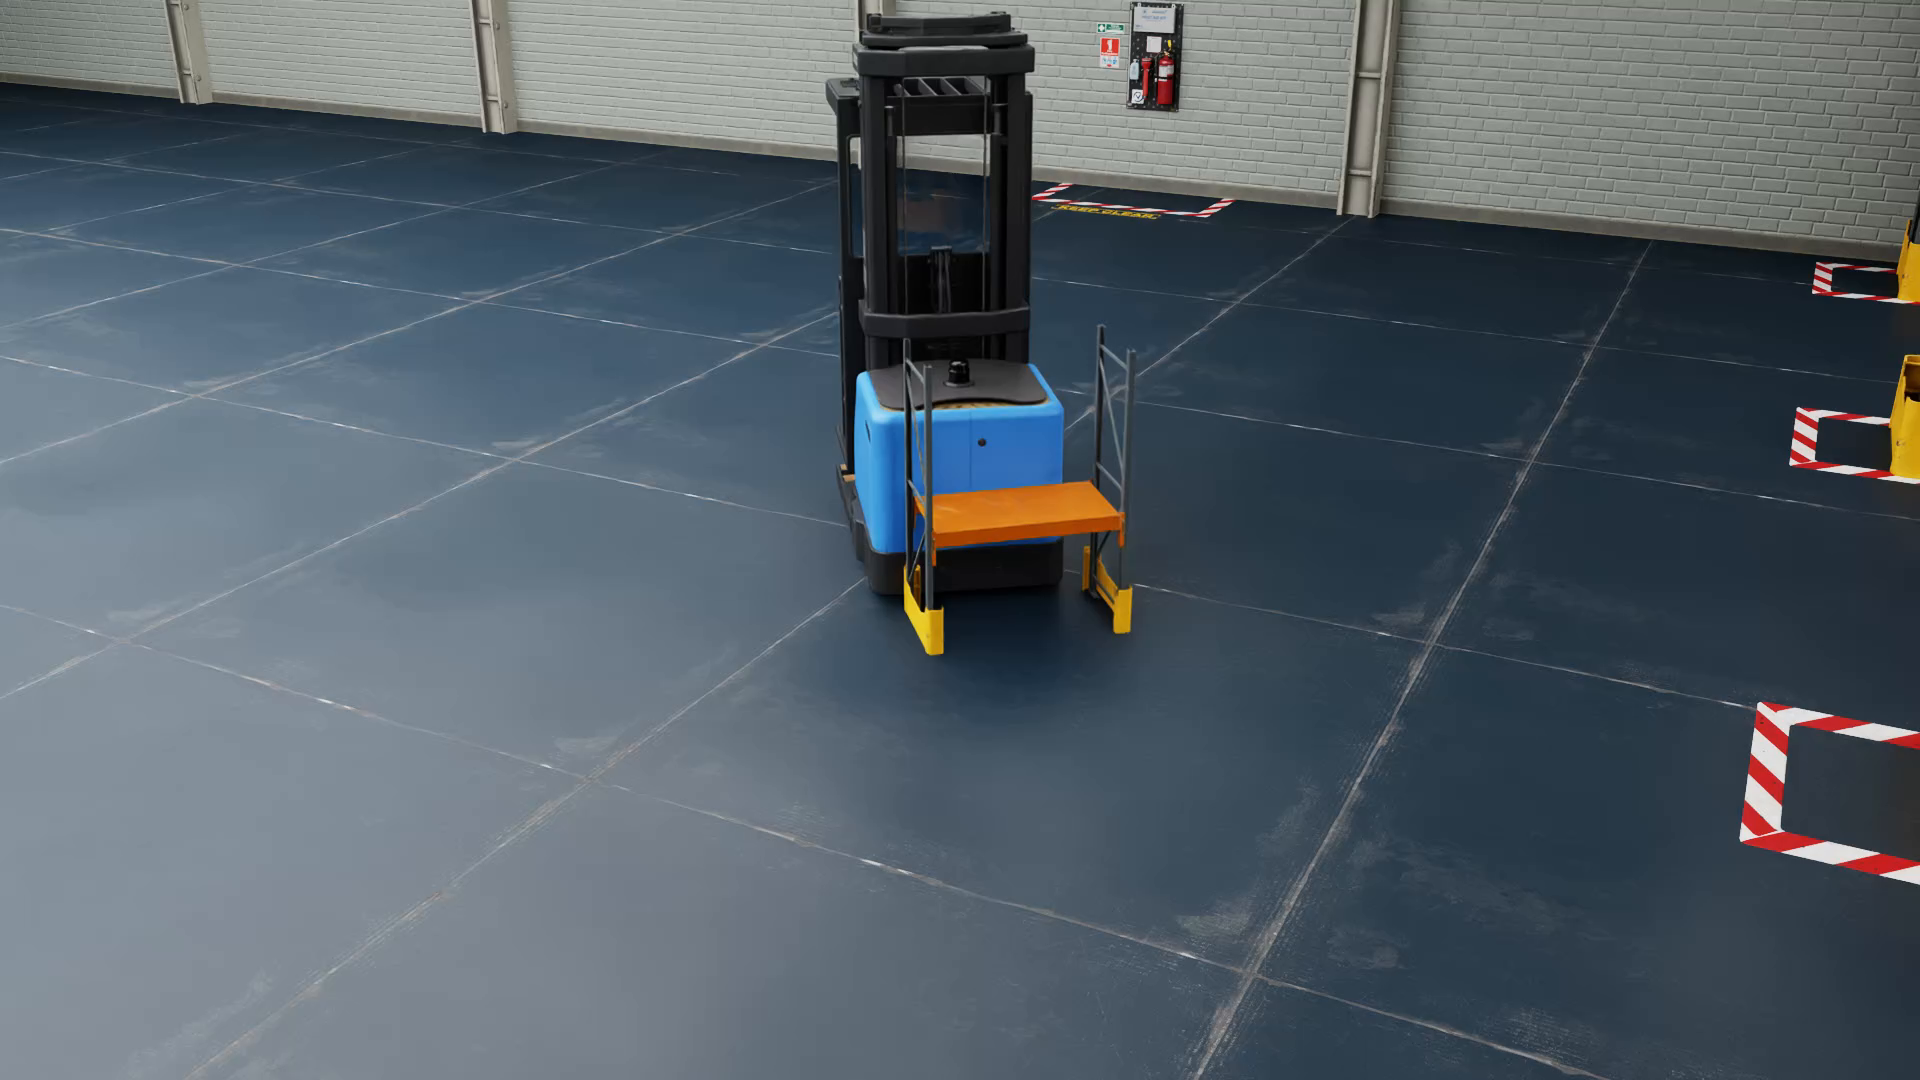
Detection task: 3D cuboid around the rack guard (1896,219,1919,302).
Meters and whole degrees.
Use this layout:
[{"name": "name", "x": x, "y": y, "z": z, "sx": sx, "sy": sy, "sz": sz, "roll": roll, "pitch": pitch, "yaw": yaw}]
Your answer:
[{"name": "rack guard", "x": 8.744, "y": -2.535, "z": 15.071, "sx": 0.348, "sy": 0.500, "sz": 1.175, "roll": 11, "pitch": 25, "yaw": 25}]

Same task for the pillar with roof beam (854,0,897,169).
[{"name": "pillar with roof beam", "x": -2.961, "y": -7.253, "z": 15.307, "sx": 0.400, "sy": 9.000, "sz": 9.100, "roll": 11, "pitch": 25, "yaw": 25}]

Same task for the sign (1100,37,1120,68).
[{"name": "sign", "x": 1.701, "y": -5.536, "z": 18.890, "sx": 0.234, "sy": 0.329, "sz": 0.001, "roll": 11, "pitch": 25, "yaw": 25}]

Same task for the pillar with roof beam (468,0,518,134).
[{"name": "pillar with roof beam", "x": -8.315, "y": -8.313, "z": 17.798, "sx": 0.400, "sy": 9.000, "sz": 9.100, "roll": 11, "pitch": 25, "yaw": 25}]

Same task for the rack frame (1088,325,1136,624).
[{"name": "rack frame", "x": 0.778, "y": -0.315, "z": 8.574, "sx": 0.032, "sy": 1.500, "sz": 0.500, "roll": -6, "pitch": 24, "yaw": -13}]

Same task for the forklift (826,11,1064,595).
[{"name": "forklift", "x": -0.179, "y": -1.600, "z": 9.768, "sx": 1.130, "sy": 2.935, "sz": 3.031, "roll": -4, "pitch": 23, "yaw": -8}]

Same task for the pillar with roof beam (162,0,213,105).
[{"name": "pillar with roof beam", "x": -13.670, "y": -9.372, "z": 20.289, "sx": 0.400, "sy": 9.000, "sz": 9.100, "roll": 11, "pitch": 25, "yaw": 25}]

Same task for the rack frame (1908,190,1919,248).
[{"name": "rack frame", "x": 8.676, "y": -3.698, "z": 14.614, "sx": 0.127, "sy": 3.000, "sz": 1.000, "roll": 11, "pitch": 25, "yaw": 25}]

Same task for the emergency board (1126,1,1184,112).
[{"name": "emergency board", "x": 2.148, "y": -5.386, "z": 18.582, "sx": 0.643, "sy": 1.169, "sz": 0.194, "roll": 11, "pitch": 25, "yaw": 25}]

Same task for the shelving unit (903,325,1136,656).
[{"name": "shelving unit", "x": 0.294, "y": -0.267, "z": 8.462, "sx": 1.083, "sy": 1.500, "sz": 0.587, "roll": -6, "pitch": 24, "yaw": -13}]

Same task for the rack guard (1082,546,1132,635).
[{"name": "rack guard", "x": 0.777, "y": 0.260, "z": 8.818, "sx": 0.087, "sy": 0.250, "sz": 0.587, "roll": -6, "pitch": 24, "yaw": -13}]

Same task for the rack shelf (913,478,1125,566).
[{"name": "rack shelf", "x": 0.285, "y": -0.101, "z": 8.530, "sx": 1.000, "sy": 0.185, "sz": 0.538, "roll": -6, "pitch": 24, "yaw": -13}]

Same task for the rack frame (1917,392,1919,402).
[{"name": "rack frame", "x": 6.444, "y": -1.968, "z": 10.544, "sx": 0.127, "sy": 3.000, "sz": 1.000, "roll": 11, "pitch": 25, "yaw": 25}]

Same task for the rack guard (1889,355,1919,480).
[{"name": "rack guard", "x": 6.423, "y": -0.822, "z": 11.043, "sx": 0.348, "sy": 0.500, "sz": 1.175, "roll": 11, "pitch": 25, "yaw": 25}]

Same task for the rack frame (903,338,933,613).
[{"name": "rack frame", "x": -0.208, "y": -0.218, "z": 8.346, "sx": 0.032, "sy": 1.500, "sz": 0.500, "roll": -6, "pitch": 24, "yaw": -13}]

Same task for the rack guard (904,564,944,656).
[{"name": "rack guard", "x": -0.189, "y": 0.355, "z": 8.595, "sx": 0.087, "sy": 0.250, "sz": 0.587, "roll": -6, "pitch": 24, "yaw": -13}]

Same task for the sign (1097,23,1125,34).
[{"name": "sign", "x": 1.701, "y": -5.776, "z": 18.777, "sx": 0.331, "sy": 0.109, "sz": 0.001, "roll": 11, "pitch": 25, "yaw": 25}]

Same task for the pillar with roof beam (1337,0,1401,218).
[{"name": "pillar with roof beam", "x": 2.394, "y": -6.194, "z": 12.815, "sx": 0.400, "sy": 9.000, "sz": 9.100, "roll": 11, "pitch": 25, "yaw": 25}]

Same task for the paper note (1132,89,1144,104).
[{"name": "paper note", "x": 2.021, "y": -5.036, "z": 18.885, "sx": 0.142, "sy": 0.148, "sz": 0.016, "roll": 11, "pitch": 25, "yaw": 25}]
